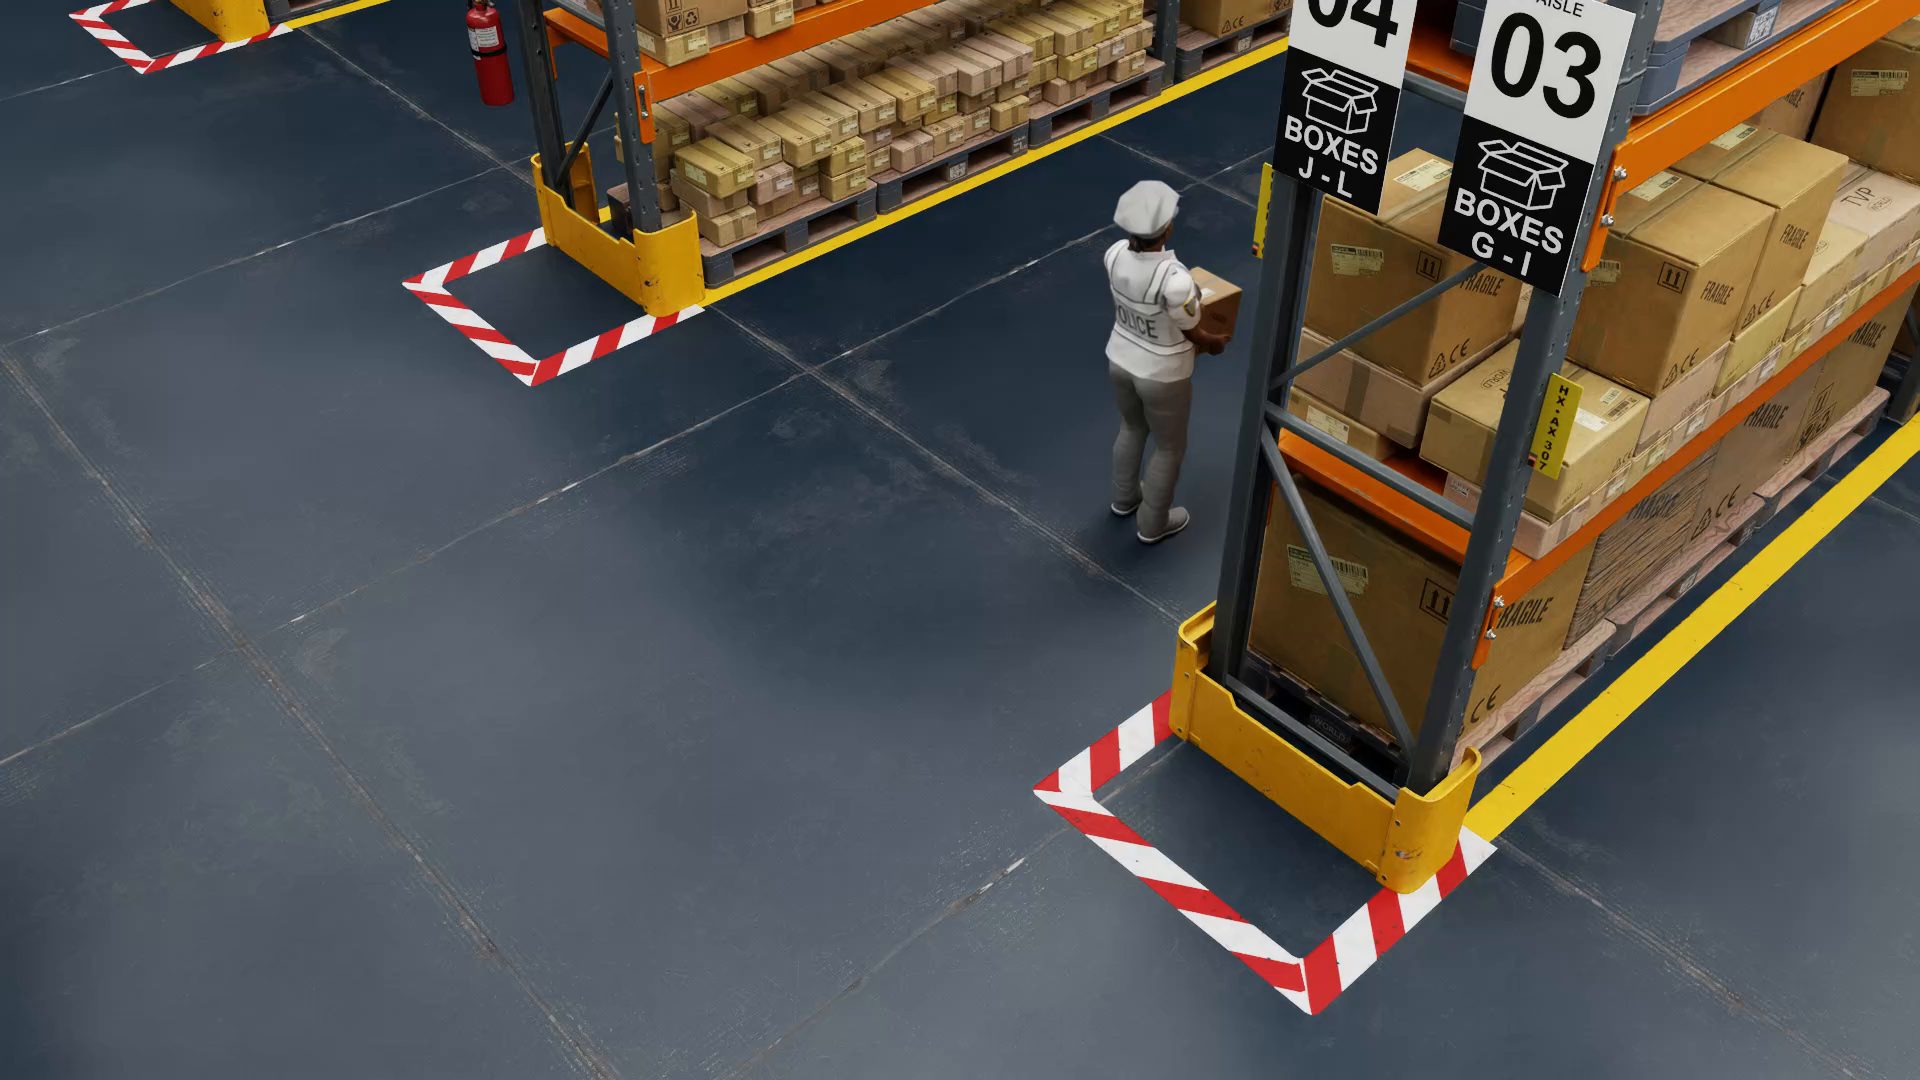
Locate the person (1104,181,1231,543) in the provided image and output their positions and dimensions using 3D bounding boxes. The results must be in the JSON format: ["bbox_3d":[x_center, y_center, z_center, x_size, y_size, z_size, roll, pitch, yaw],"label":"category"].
[{"bbox_3d":[0.857,-0.768,7.047,0.538,1.689,0.449,-30,49,-31],"label":"person"}]
